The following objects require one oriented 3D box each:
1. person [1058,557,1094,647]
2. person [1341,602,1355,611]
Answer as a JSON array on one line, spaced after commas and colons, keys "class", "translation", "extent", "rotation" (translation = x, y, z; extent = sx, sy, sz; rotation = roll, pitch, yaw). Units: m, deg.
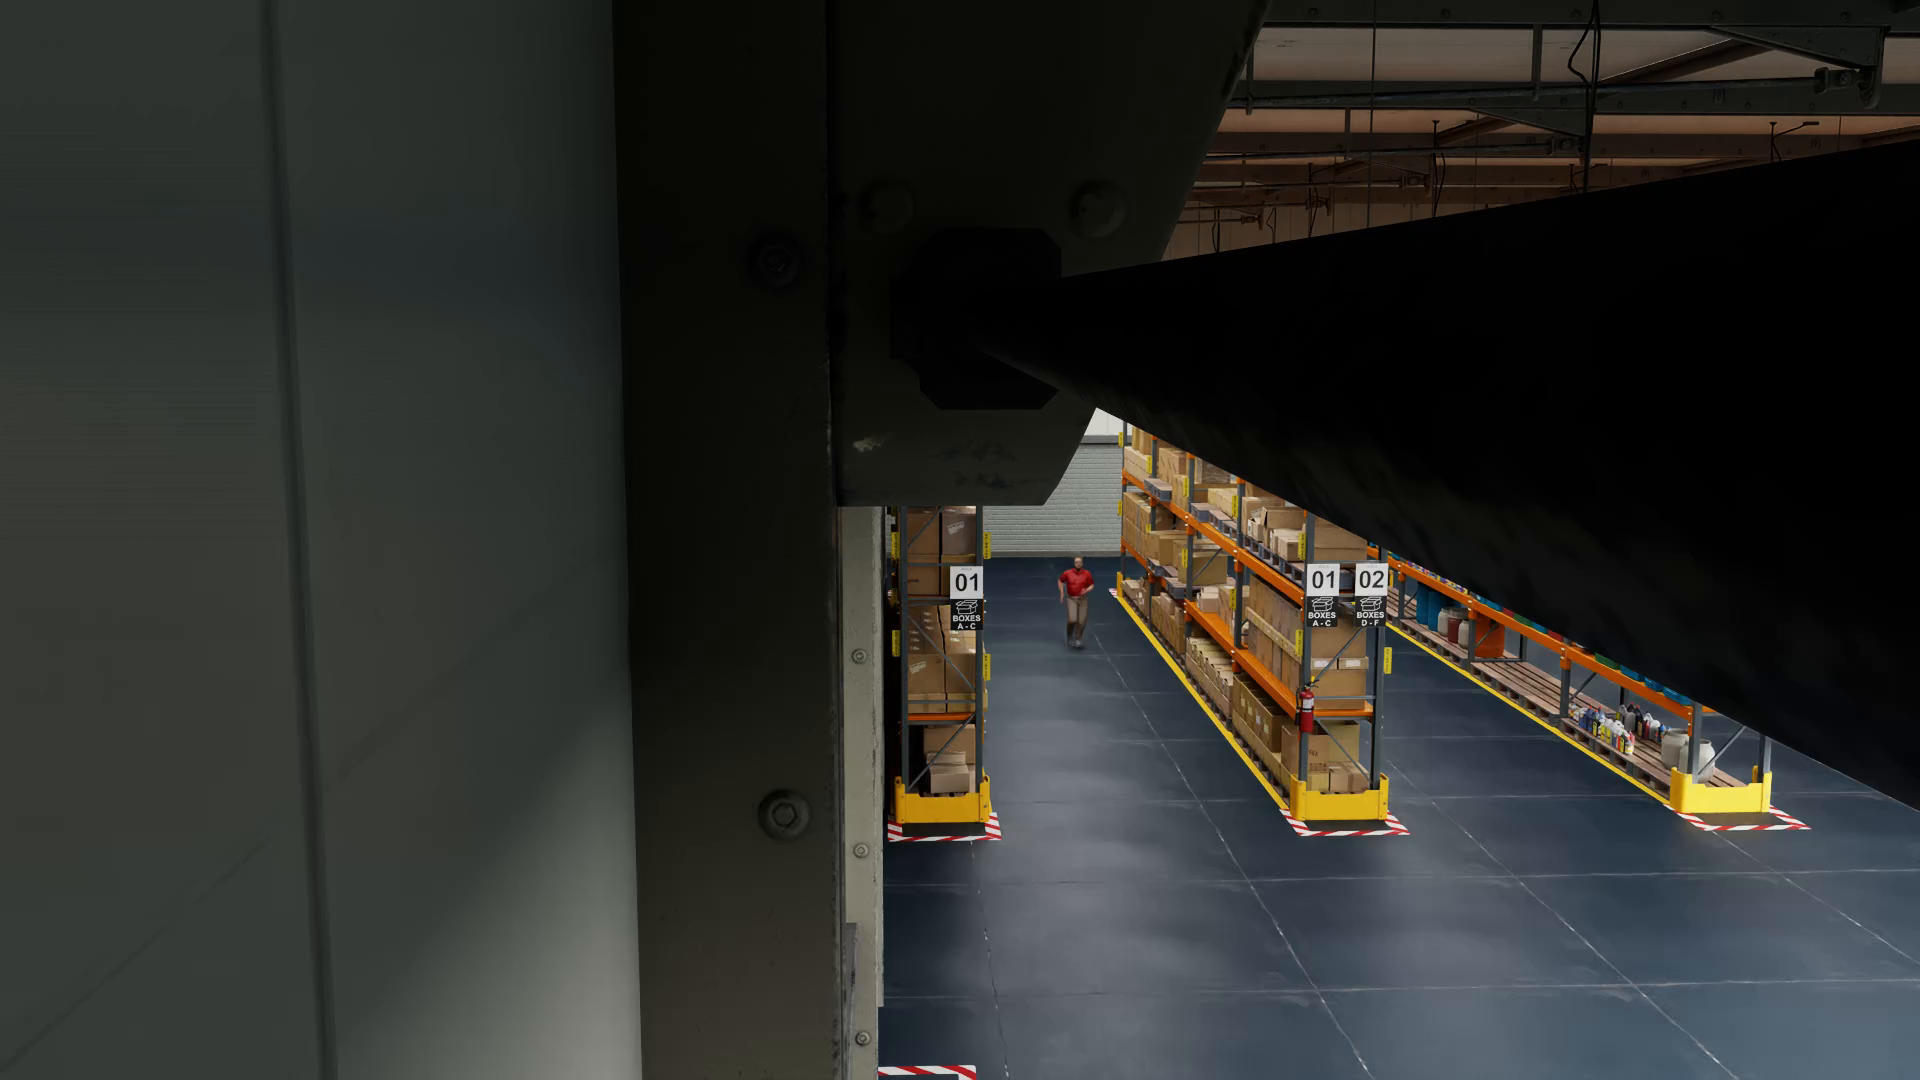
[{"class": "person", "translation": [2.173, 1.159, 30.826], "extent": [0.647, 1.700, 0.655], "rotation": [-1, 8, -5]}, {"class": "person", "translation": [6.393, 1.594, 28.000], "extent": [0.558, 1.617, 0.698], "rotation": [1, 8, 6]}]
